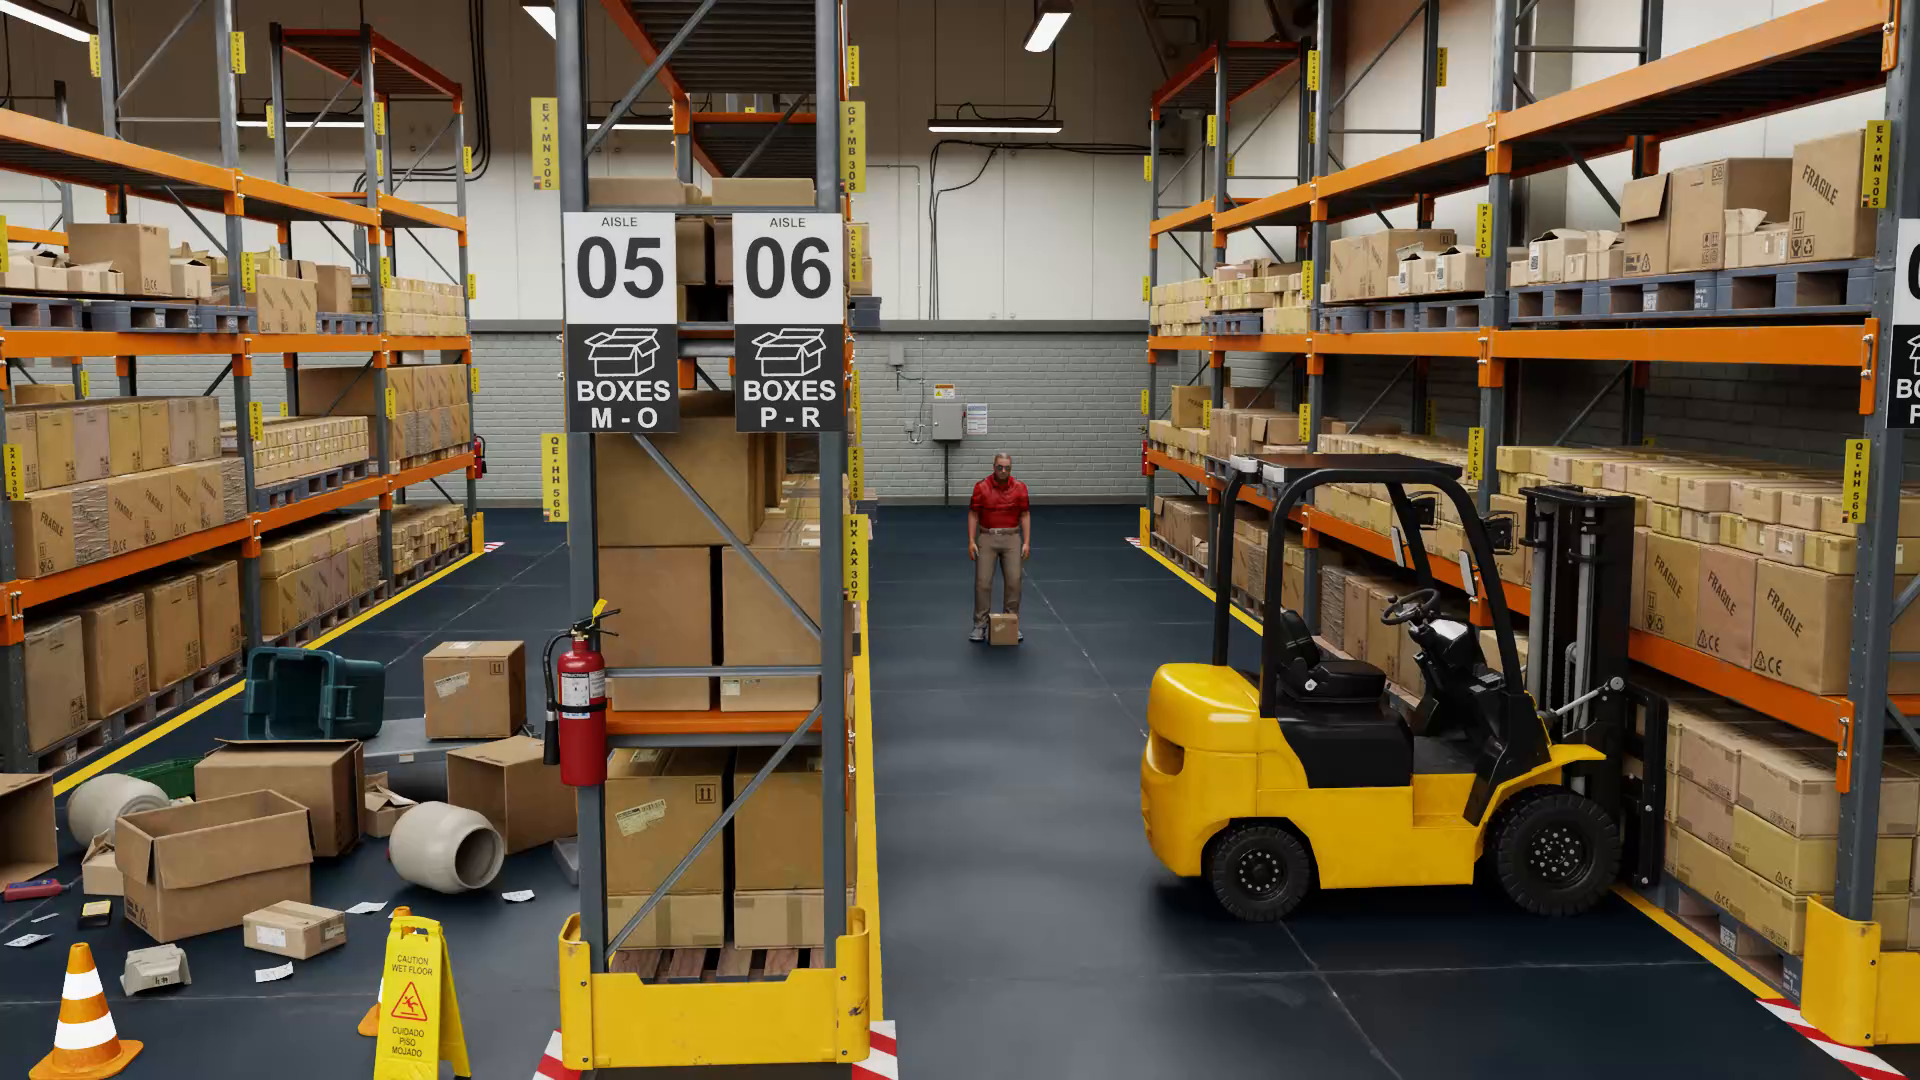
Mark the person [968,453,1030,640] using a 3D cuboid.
[{"bbox_3d":[0.363,0.052,15.364,0.583,1.726,0.394,-1,7,-4],"label":"person"}]
